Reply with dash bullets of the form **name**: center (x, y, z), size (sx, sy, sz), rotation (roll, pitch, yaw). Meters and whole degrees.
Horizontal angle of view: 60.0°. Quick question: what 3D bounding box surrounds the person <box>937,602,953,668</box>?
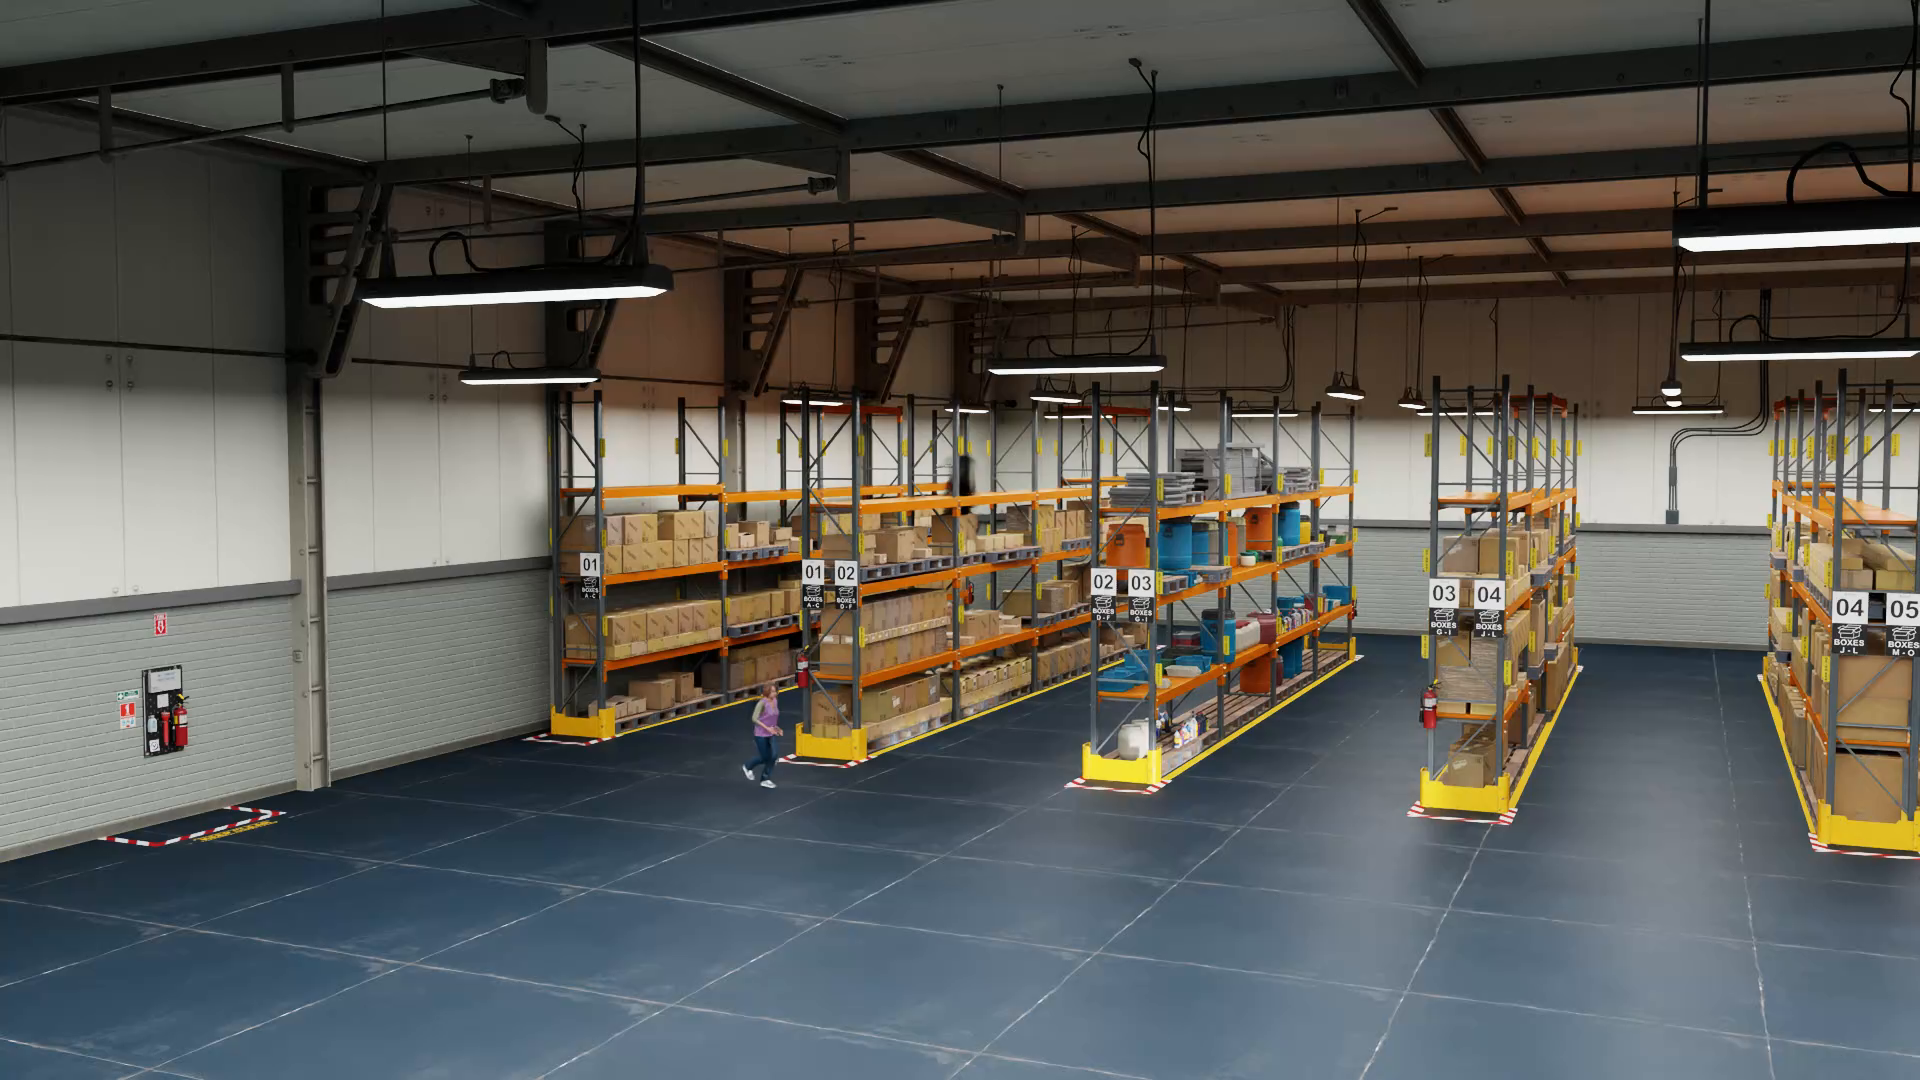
- **person**: center (-0.280, 2.186, 34.932), size (0.685, 1.751, 0.703), rotation (1, 3, 18)

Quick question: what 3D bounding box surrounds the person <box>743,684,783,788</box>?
- **person**: center (-2.924, 2.881, 24.612), size (0.688, 1.548, 0.537), rotation (3, 4, 39)
